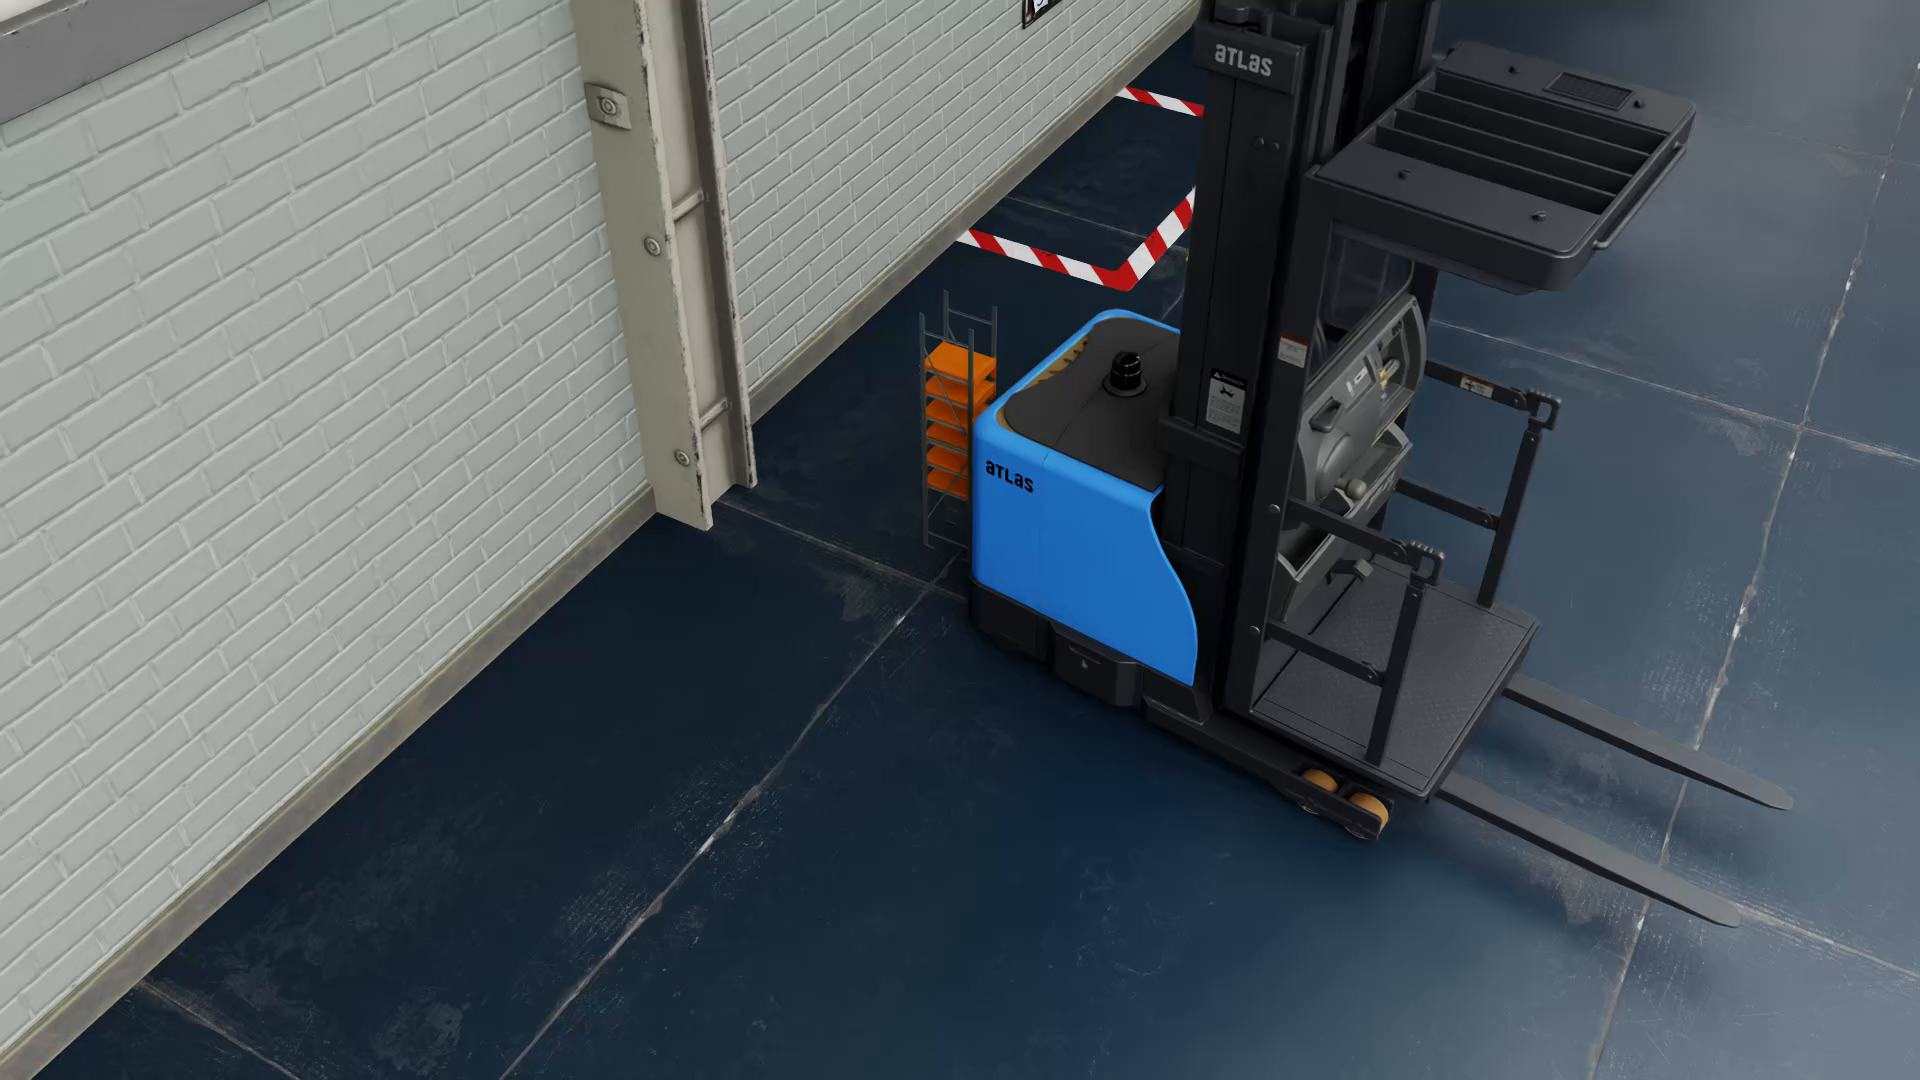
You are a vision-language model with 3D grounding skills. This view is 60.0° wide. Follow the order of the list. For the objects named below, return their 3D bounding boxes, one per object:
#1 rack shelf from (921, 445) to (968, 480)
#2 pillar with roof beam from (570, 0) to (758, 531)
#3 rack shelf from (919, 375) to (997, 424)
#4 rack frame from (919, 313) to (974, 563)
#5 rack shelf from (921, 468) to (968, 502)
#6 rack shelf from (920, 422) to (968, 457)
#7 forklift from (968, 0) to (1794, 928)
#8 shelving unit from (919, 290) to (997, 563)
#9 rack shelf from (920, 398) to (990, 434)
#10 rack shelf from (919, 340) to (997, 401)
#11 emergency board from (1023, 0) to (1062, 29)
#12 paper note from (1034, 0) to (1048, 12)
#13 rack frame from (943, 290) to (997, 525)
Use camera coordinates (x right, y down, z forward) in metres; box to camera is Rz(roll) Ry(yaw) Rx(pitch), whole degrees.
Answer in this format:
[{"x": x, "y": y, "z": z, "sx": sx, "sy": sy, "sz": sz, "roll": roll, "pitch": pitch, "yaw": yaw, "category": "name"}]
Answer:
[{"x": -0.007, "y": -0.319, "z": 6.953, "sx": 0.258, "sy": 0.103, "sz": 0.180, "roll": 21, "pitch": 45, "yaw": 22, "category": "rack shelf"}, {"x": 2.580, "y": -2.155, "z": 2.888, "sx": 9.100, "sy": 9.000, "sz": 0.400, "roll": 21, "pitch": 45, "yaw": 22, "category": "pillar with roof beam"}, {"x": -0.007, "y": -0.589, "z": 6.715, "sx": 0.258, "sy": 0.103, "sz": 0.180, "roll": 21, "pitch": 45, "yaw": 22, "category": "rack shelf"}, {"x": -0.053, "y": -0.390, "z": 6.785, "sx": 0.240, "sy": 1.200, "sz": 0.006, "roll": 21, "pitch": 45, "yaw": 22, "category": "rack frame"}, {"x": -0.007, "y": -0.229, "z": 7.032, "sx": 0.258, "sy": 0.103, "sz": 0.180, "roll": 21, "pitch": 45, "yaw": 22, "category": "rack shelf"}, {"x": -0.007, "y": -0.409, "z": 6.873, "sx": 0.258, "sy": 0.103, "sz": 0.180, "roll": 21, "pitch": 45, "yaw": 22, "category": "rack shelf"}, {"x": 1.524, "y": -0.422, "z": 5.511, "sx": 3.031, "sy": 2.935, "sz": 1.130, "roll": 25, "pitch": 47, "yaw": 26, "category": "forklift"}, {"x": -0.007, "y": -0.442, "z": 6.844, "sx": 0.258, "sy": 1.200, "sz": 0.189, "roll": 21, "pitch": 45, "yaw": 22, "category": "shelving unit"}, {"x": -0.007, "y": -0.499, "z": 6.794, "sx": 0.258, "sy": 0.103, "sz": 0.180, "roll": 21, "pitch": 45, "yaw": 22, "category": "rack shelf"}, {"x": -0.007, "y": -0.679, "z": 6.636, "sx": 0.258, "sy": 0.103, "sz": 0.180, "roll": 21, "pitch": 45, "yaw": 22, "category": "rack shelf"}, {"x": 0.566, "y": -3.360, "z": 8.796, "sx": 0.157, "sy": 1.169, "sz": 0.626, "roll": 21, "pitch": 45, "yaw": 22, "category": "emergency board"}, {"x": 0.438, "y": -2.950, "z": 8.997, "sx": 0.016, "sy": 0.148, "sz": 0.142, "roll": 21, "pitch": 45, "yaw": 22, "category": "paper note"}, {"x": 0.039, "y": -0.494, "z": 6.904, "sx": 0.240, "sy": 1.200, "sz": 0.006, "roll": 21, "pitch": 45, "yaw": 22, "category": "rack frame"}]
